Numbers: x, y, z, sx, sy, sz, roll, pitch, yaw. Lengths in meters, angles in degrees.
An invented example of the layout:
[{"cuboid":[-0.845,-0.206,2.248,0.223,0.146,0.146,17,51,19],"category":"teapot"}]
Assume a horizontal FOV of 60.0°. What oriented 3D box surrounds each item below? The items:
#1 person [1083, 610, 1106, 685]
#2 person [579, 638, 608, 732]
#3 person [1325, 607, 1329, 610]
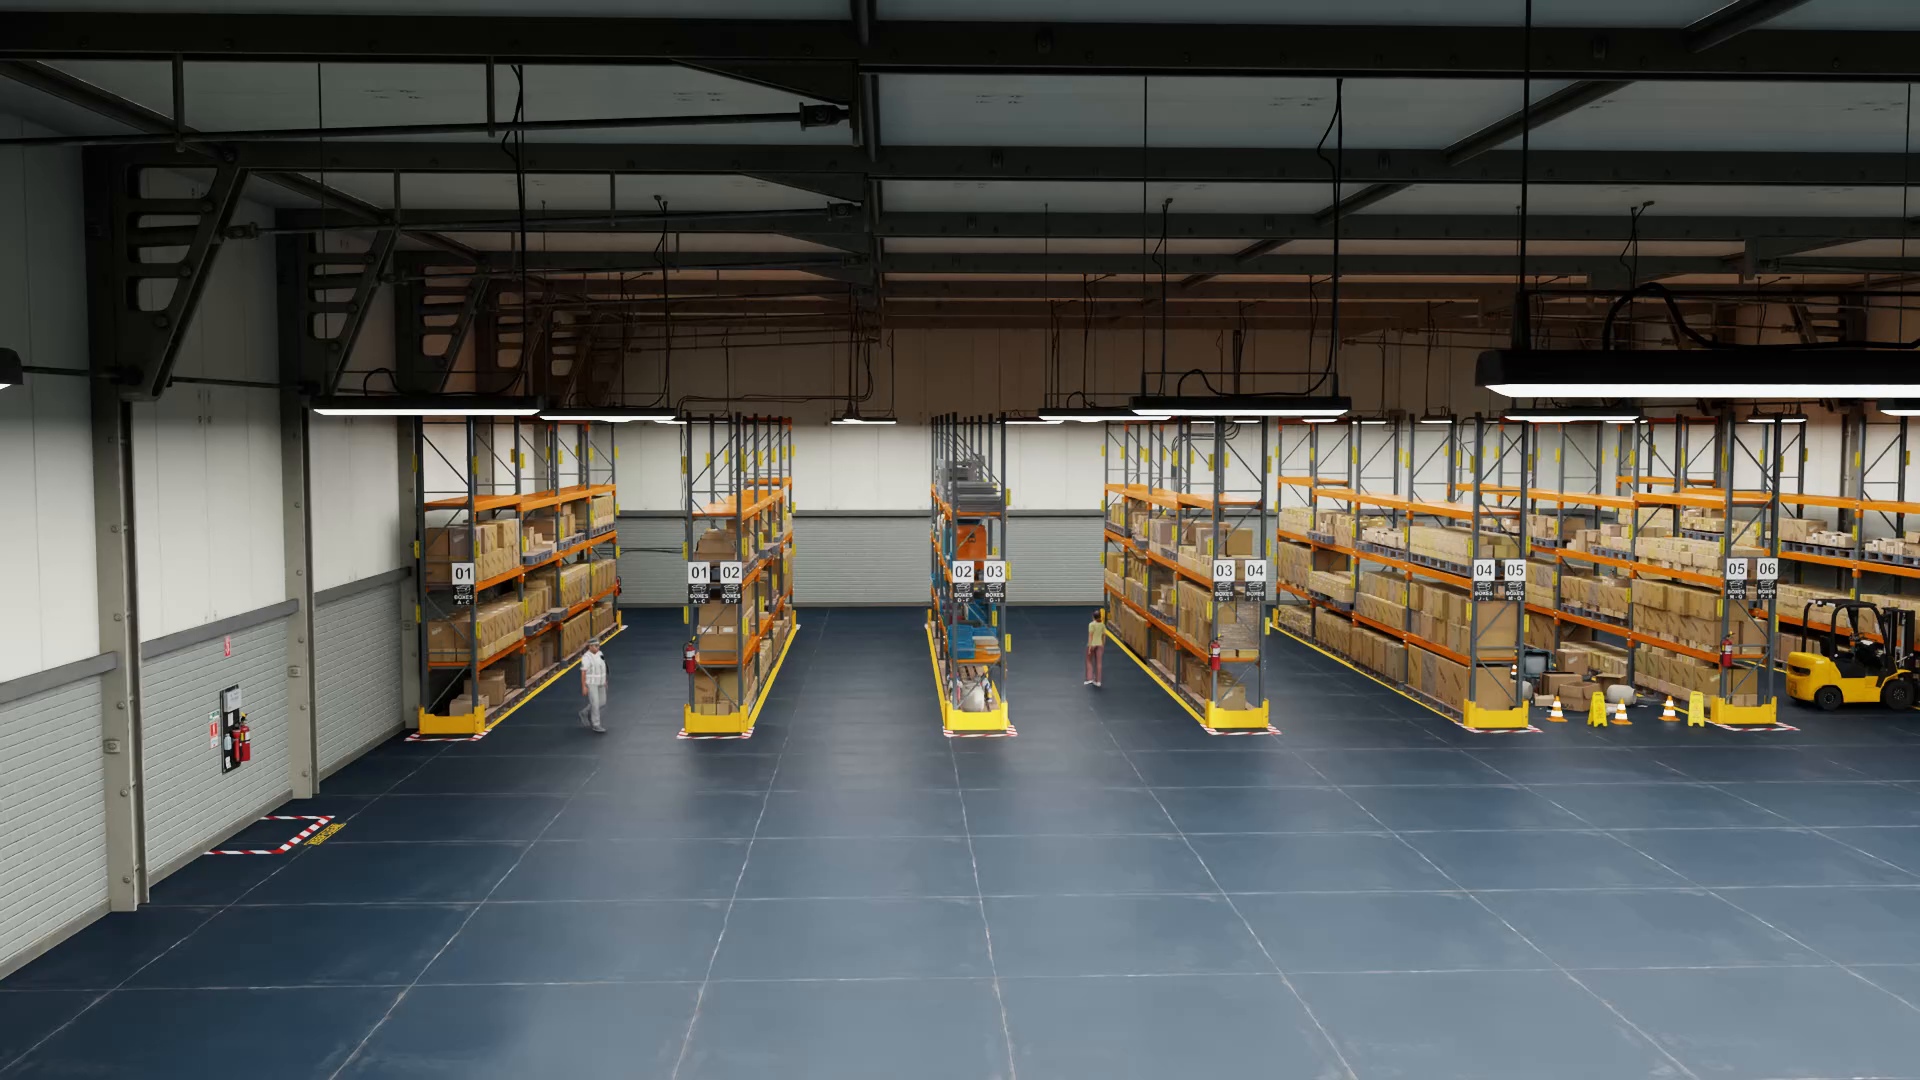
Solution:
[{"cuboid":[3.023,2.418,36.813,0.460,1.692,0.606,-1,4,-13],"category":"person"},{"cuboid":[-6.918,2.703,31.388,0.823,1.737,0.600,2,5,31],"category":"person"},{"cuboid":[11.115,1.484,49.500,1.137,1.730,0.590,-1,4,-20],"category":"person"}]
